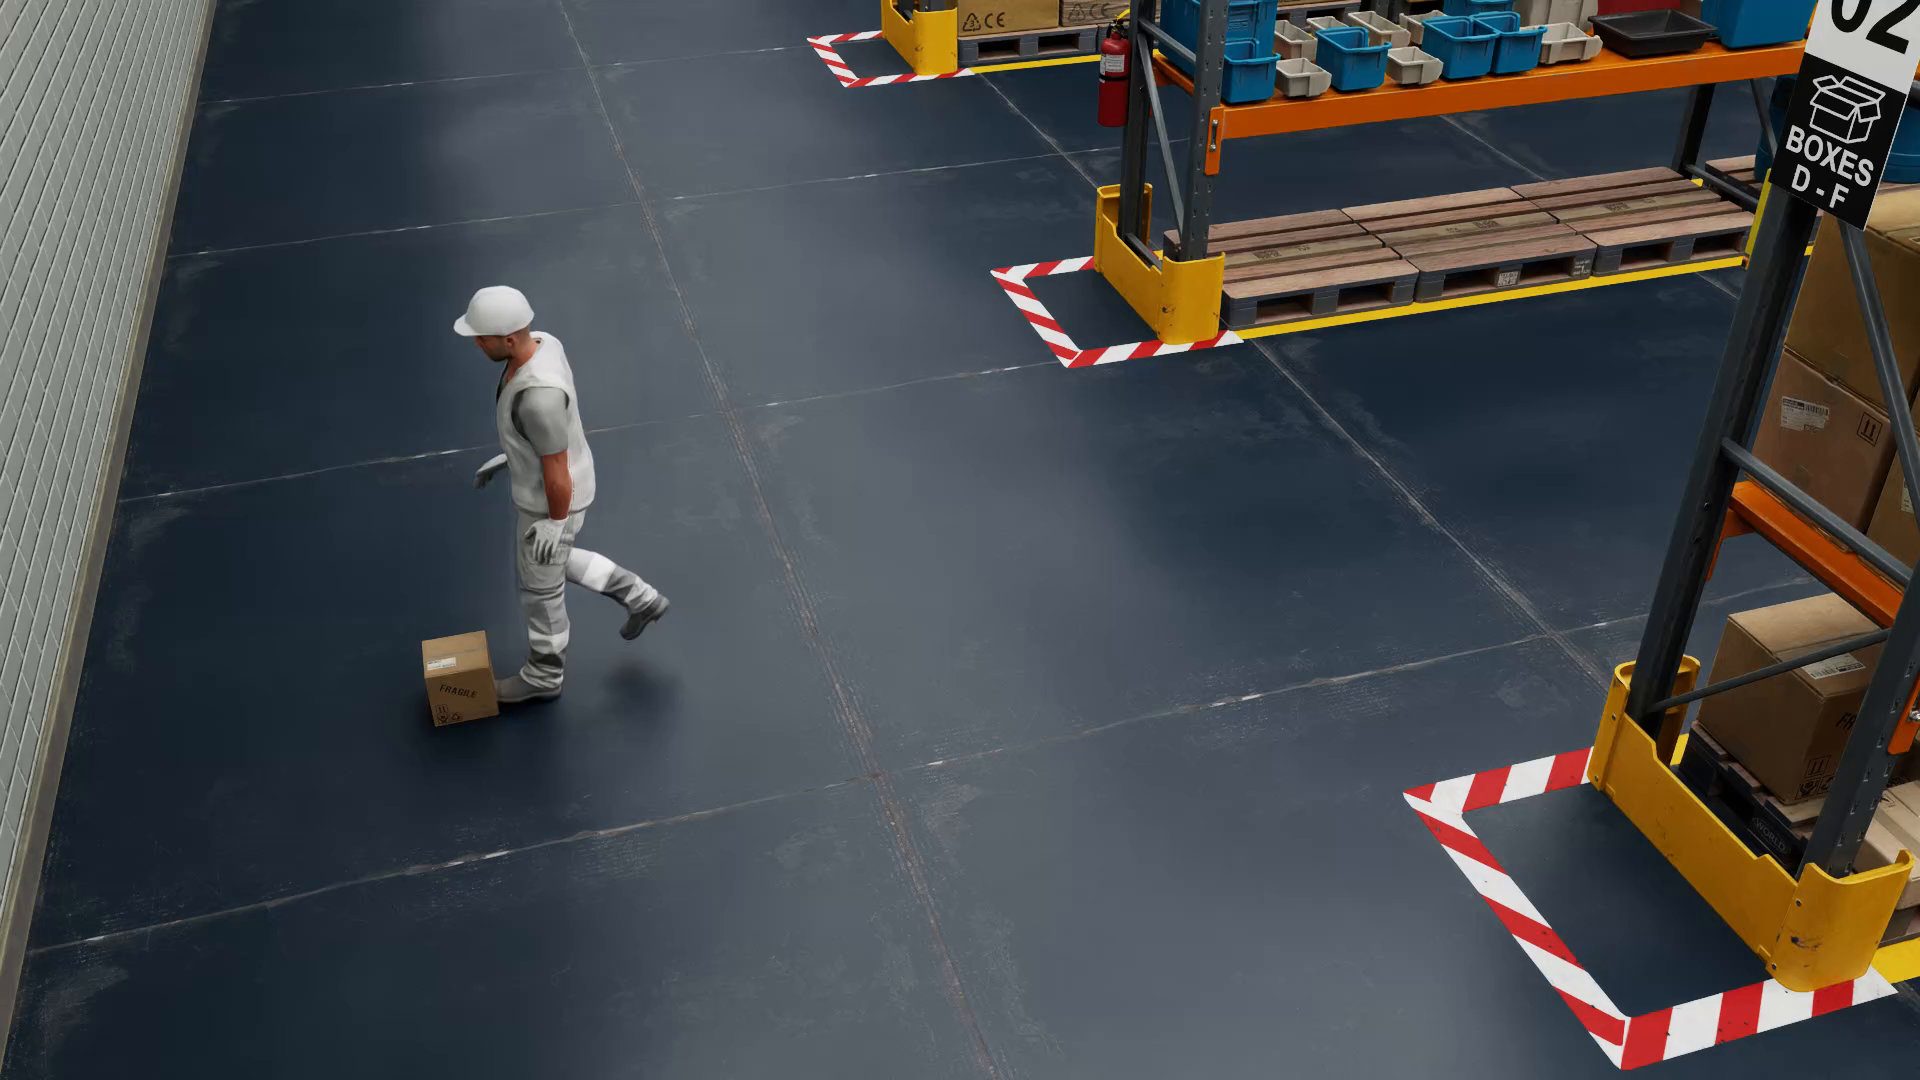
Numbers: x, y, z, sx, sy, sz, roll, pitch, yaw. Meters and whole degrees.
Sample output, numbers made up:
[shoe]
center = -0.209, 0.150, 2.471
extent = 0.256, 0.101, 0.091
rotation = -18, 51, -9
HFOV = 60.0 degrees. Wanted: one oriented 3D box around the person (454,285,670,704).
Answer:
[person]
center = -1.554, -0.173, 6.369
extent = 0.770, 1.779, 0.537
rotation = -6, 34, -9
